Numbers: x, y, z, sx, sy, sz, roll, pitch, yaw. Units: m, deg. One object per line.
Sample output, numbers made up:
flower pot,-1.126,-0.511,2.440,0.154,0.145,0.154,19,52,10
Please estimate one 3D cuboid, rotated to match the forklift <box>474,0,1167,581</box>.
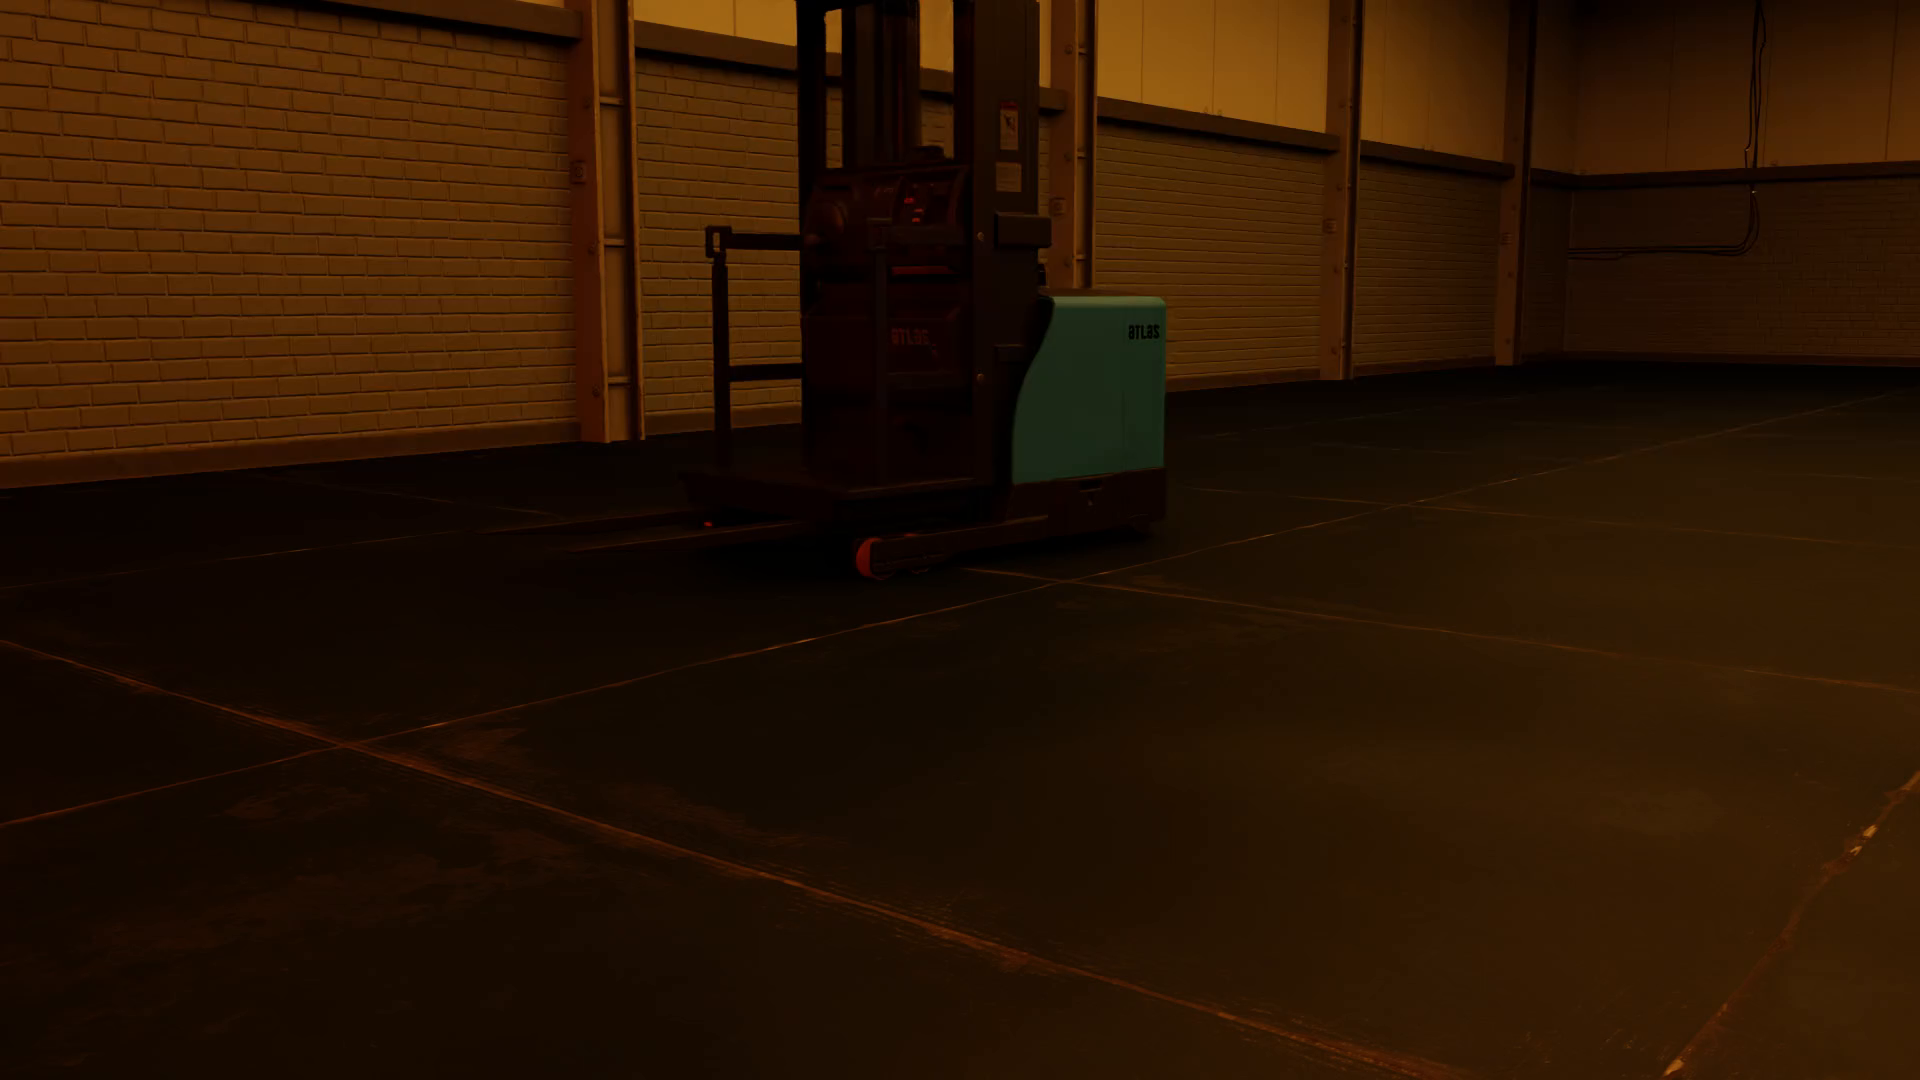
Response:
forklift,-0.465,-1.379,6.705,3.031,2.935,1.130,-8,12,-44
